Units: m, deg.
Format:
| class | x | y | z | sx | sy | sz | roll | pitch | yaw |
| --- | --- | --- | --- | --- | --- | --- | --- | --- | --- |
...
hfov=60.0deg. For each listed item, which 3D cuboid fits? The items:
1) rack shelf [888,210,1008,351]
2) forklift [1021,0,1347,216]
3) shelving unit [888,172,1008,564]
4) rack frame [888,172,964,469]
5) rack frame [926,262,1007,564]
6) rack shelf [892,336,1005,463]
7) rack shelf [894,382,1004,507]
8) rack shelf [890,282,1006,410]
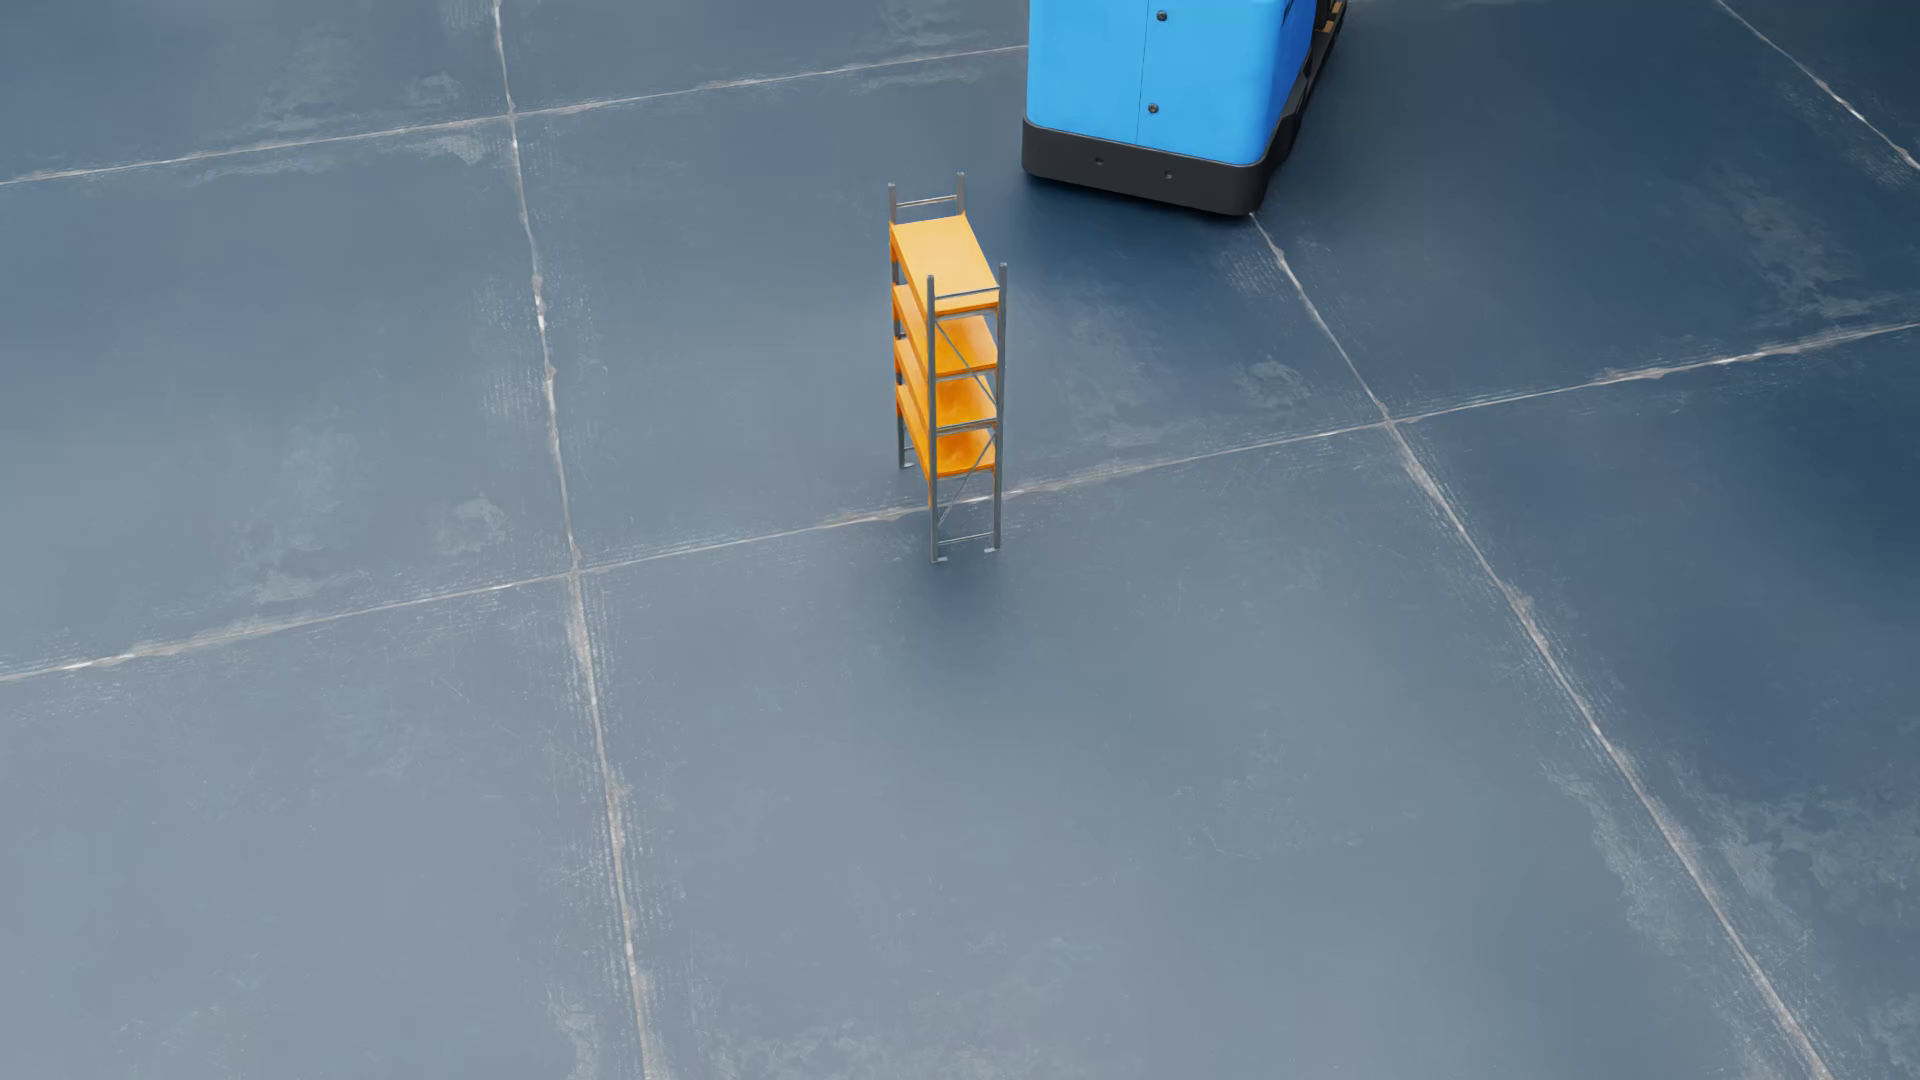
| class | x | y | z | sx | sy | sz | roll | pitch | yaw |
| --- | --- | --- | --- | --- | --- | --- | --- | --- | --- |
| rack shelf | -0.042 | -0.809 | 5.153 | 0.258 | 0.148 | 0.480 | -11 | 47 | -10 |
| forklift | 1.253 | -3.460 | 7.088 | 1.130 | 2.935 | 3.031 | 15 | 47 | 14 |
| shelving unit | -0.042 | -0.534 | 5.433 | 0.258 | 1.200 | 0.503 | -11 | 47 | -10 |
| rack frame | -0.105 | -0.703 | 5.599 | 0.240 | 1.200 | 0.015 | -11 | 47 | -10 |
| rack frame | 0.020 | -0.366 | 5.268 | 0.240 | 1.200 | 0.015 | -11 | 47 | -10 |
| rack shelf | -0.042 | -0.487 | 5.482 | 0.258 | 0.148 | 0.480 | -11 | 47 | -10 |
| rack shelf | -0.042 | -0.348 | 5.623 | 0.258 | 0.148 | 0.480 | -11 | 47 | -10 |
| rack shelf | -0.042 | -0.644 | 5.322 | 0.258 | 0.148 | 0.480 | -11 | 47 | -10 |
